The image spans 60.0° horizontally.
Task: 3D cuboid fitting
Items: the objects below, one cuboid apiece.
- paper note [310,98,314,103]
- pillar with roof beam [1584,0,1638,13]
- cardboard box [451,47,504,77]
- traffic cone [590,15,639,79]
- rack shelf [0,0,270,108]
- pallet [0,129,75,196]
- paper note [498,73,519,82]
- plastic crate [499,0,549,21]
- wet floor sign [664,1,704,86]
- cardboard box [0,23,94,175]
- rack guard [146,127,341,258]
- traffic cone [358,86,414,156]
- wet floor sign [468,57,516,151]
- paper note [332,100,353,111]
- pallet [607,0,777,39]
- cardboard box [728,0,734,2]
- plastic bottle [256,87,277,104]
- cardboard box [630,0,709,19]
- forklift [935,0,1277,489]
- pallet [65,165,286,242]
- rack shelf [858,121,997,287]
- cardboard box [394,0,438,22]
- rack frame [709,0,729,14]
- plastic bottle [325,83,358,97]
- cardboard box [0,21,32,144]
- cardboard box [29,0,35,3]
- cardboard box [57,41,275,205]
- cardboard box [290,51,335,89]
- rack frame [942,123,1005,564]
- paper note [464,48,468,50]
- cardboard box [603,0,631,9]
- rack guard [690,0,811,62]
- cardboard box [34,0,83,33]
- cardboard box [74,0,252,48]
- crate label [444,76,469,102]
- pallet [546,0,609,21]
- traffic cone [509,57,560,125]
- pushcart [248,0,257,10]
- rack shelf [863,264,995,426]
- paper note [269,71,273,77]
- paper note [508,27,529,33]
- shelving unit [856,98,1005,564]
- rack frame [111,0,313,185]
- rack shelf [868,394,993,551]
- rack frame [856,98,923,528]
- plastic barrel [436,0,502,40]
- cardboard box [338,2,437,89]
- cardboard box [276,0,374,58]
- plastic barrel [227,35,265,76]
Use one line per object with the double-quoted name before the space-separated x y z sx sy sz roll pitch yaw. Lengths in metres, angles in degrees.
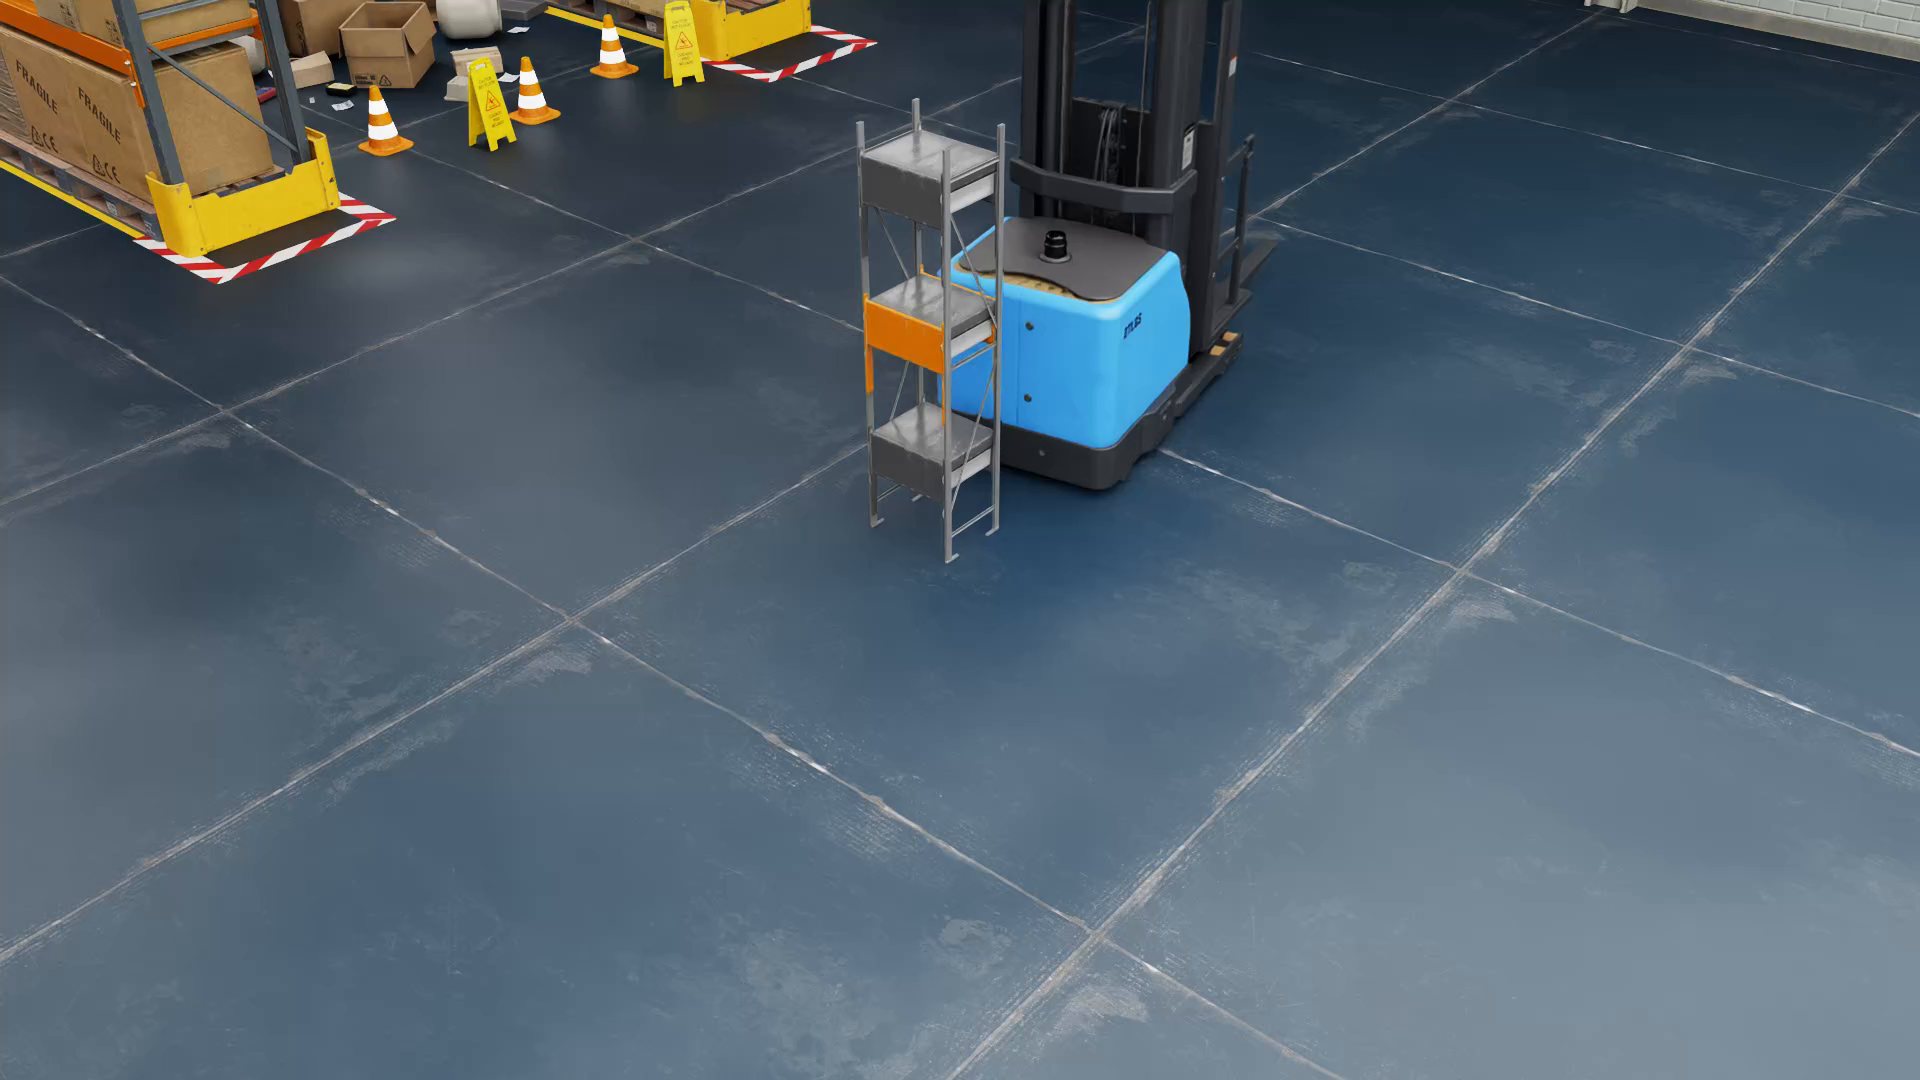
"paper note" -5.222 -3.545 13.403 0.032 0.001 0.123 -12 36 -17
"pillar with roof beam" 3.317 -6.828 10.243 0.400 9.000 9.100 25 42 32
"cardboard box" -4.053 -4.016 13.967 0.380 0.149 0.250 -12 36 -17
"traffic cone" -2.910 -4.144 13.876 0.334 0.463 0.336 25 42 32
"rack shelf" -6.381 -3.833 11.818 4.000 0.370 1.077 25 42 32
"pallet" -6.442 -2.954 12.364 1.213 0.211 1.003 25 42 32
"paper note" -3.754 -3.848 13.826 0.142 0.019 0.148 12 36 16
"plastic crate" -4.146 -4.916 15.337 0.583 0.080 0.402 12 36 16
"wet floor sign" -2.293 -4.091 13.637 0.267 0.644 0.232 -18 38 -25
"cardboard box" -6.085 -3.237 11.820 0.875 0.875 0.875 25 41 31
"rack guard" -4.825 -2.366 11.254 0.348 0.500 1.175 25 42 32
"traffic cone" -4.343 -3.170 12.457 0.334 0.463 0.336 25 42 32
"wet floor sign" -3.554 -3.286 12.465 0.232 0.644 0.267 18 38 24
"paper note" -4.930 -3.472 13.281 0.144 0.017 0.142 -18 38 -25
"pallet" -2.414 -4.783 15.029 1.213 0.211 1.003 25 42 32
"cardboard box" -2.197 -5.048 15.009 0.500 0.250 0.500 25 42 31
"plastic bottle" -5.623 -3.610 13.453 0.133 0.061 0.283 12 36 16
"cardboard box" -2.566 -4.820 14.676 0.500 0.250 0.500 25 42 32
"forklift" 1.013 -2.280 8.981 1.130 2.935 3.031 17 38 23
"pallet" -5.508 -2.512 11.721 1.213 0.211 1.003 25 42 32
"rack shelf" -0.127 -1.491 7.354 0.480 0.518 0.431 25 42 32
"cardboard box" -4.875 -5.035 15.138 0.500 0.500 0.500 -6 35 -8
"rack frame" -1.754 -5.596 13.748 0.127 3.000 1.000 25 42 32
"plastic bottle" -5.062 -3.668 13.538 0.283 0.061 0.133 12 36 16
"cardboard box" -6.784 -3.568 12.302 0.875 0.875 0.875 26 42 32
"cardboard box" -5.944 -4.029 11.335 0.550 0.550 0.875 25 42 32
"cardboard box" -5.407 -2.920 11.358 0.875 0.875 0.875 26 42 32
"cardboard box" -5.418 -3.906 13.703 0.396 0.266 0.258 -26 42 -32
"rack frame" 0.060 -0.837 7.614 0.015 2.100 0.400 25 42 32
"paper note" -4.311 -4.216 14.373 0.148 0.019 0.142 -18 38 -25
"cardboard box" -2.941 -5.002 14.942 0.500 0.250 0.500 25 42 32
"rack guard" -1.813 -4.593 14.496 0.348 0.500 1.175 25 42 32
"cardboard box" -5.594 -3.772 10.960 0.550 0.550 0.875 25 42 32
"cardboard box" -5.158 -3.582 10.684 0.550 0.550 0.875 25 42 32
"crate label" -4.003 -3.662 13.461 0.298 0.136 0.250 6 35 8
"pallet" -3.348 -5.225 15.672 1.213 0.211 1.003 25 42 32
"traffic cone" -3.359 -3.538 12.994 0.334 0.463 0.336 25 42 32
"pushcart" -6.249 -4.953 15.130 0.936 0.377 1.648 12 36 16
"rack shelf" -0.127 -0.914 7.751 0.480 0.518 0.431 25 42 32
"paper note" -5.703 -3.931 13.955 0.172 0.023 0.155 -18 38 -25
"paper note" -3.948 -4.570 14.878 0.148 0.019 0.142 12 36 16
"shelving unit" -0.127 -0.926 7.743 0.503 2.100 0.431 25 42 32
"rack frame" -4.844 -3.405 10.559 0.127 3.000 1.000 25 42 32
"rack shelf" -0.127 -0.337 8.147 0.480 0.518 0.431 25 42 32
"rack frame" -0.315 -1.014 7.872 0.015 2.100 0.400 25 42 32
"plastic barrel" -4.310 -4.623 14.608 0.512 0.421 0.421 -6 35 -8
"cardboard box" -4.724 -4.101 13.778 0.637 0.503 0.797 0 34 0
"cardboard box" -5.448 -4.492 14.227 0.503 0.637 0.797 25 42 32
"plastic barrel" -6.064 -4.049 13.772 0.512 0.421 0.421 -6 35 -8
